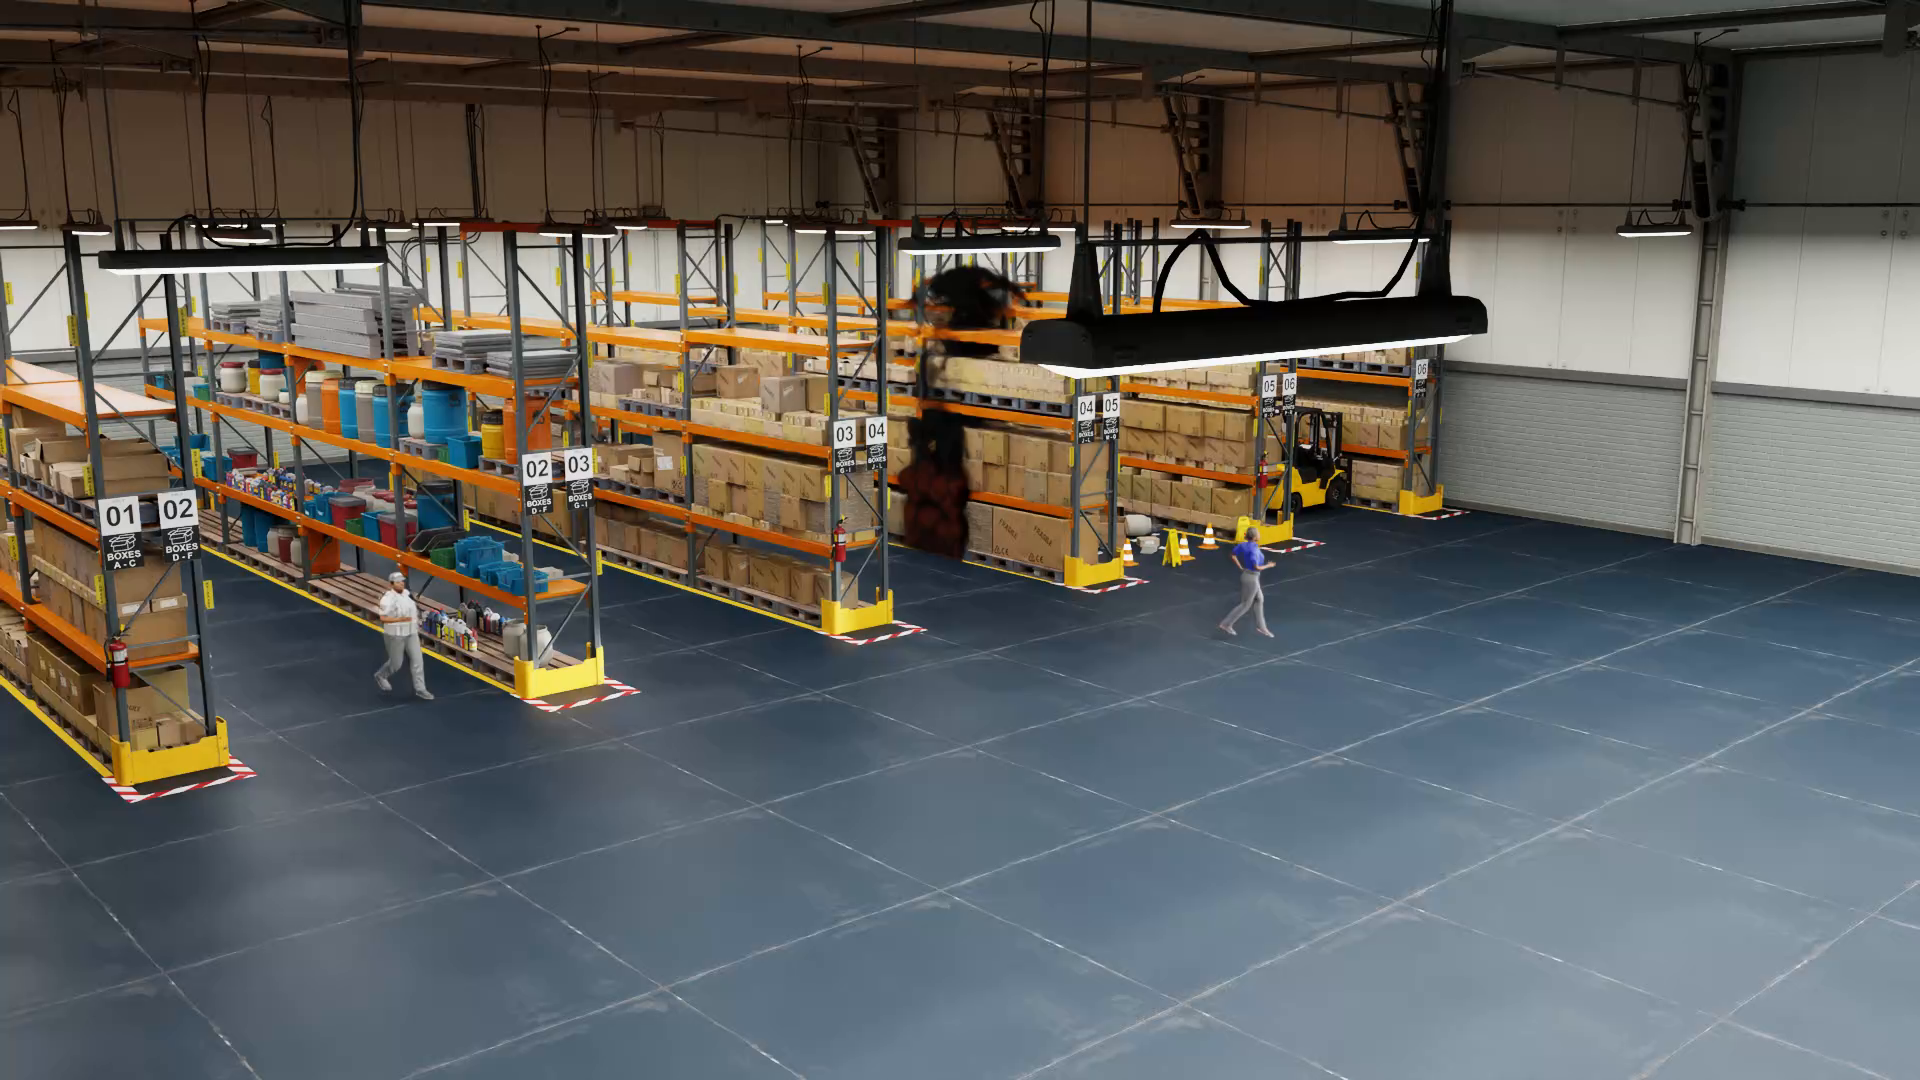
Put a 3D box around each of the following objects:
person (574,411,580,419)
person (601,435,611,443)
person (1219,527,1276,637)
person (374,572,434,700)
[{"bbox_3d":[-9.441,-2.623,40.591,0.546,1.709,0.757,-10,15,-40],"label":"person"},{"bbox_3d":[-7.167,-1.313,34.115,0.685,1.714,0.580,9,15,39],"label":"person"},{"bbox_3d":[4.250,0.640,24.497,0.861,1.698,0.570,-1,11,-7],"label":"person"},{"bbox_3d":[-7.223,1.222,21.504,0.919,1.647,0.609,7,13,32],"label":"person"}]
